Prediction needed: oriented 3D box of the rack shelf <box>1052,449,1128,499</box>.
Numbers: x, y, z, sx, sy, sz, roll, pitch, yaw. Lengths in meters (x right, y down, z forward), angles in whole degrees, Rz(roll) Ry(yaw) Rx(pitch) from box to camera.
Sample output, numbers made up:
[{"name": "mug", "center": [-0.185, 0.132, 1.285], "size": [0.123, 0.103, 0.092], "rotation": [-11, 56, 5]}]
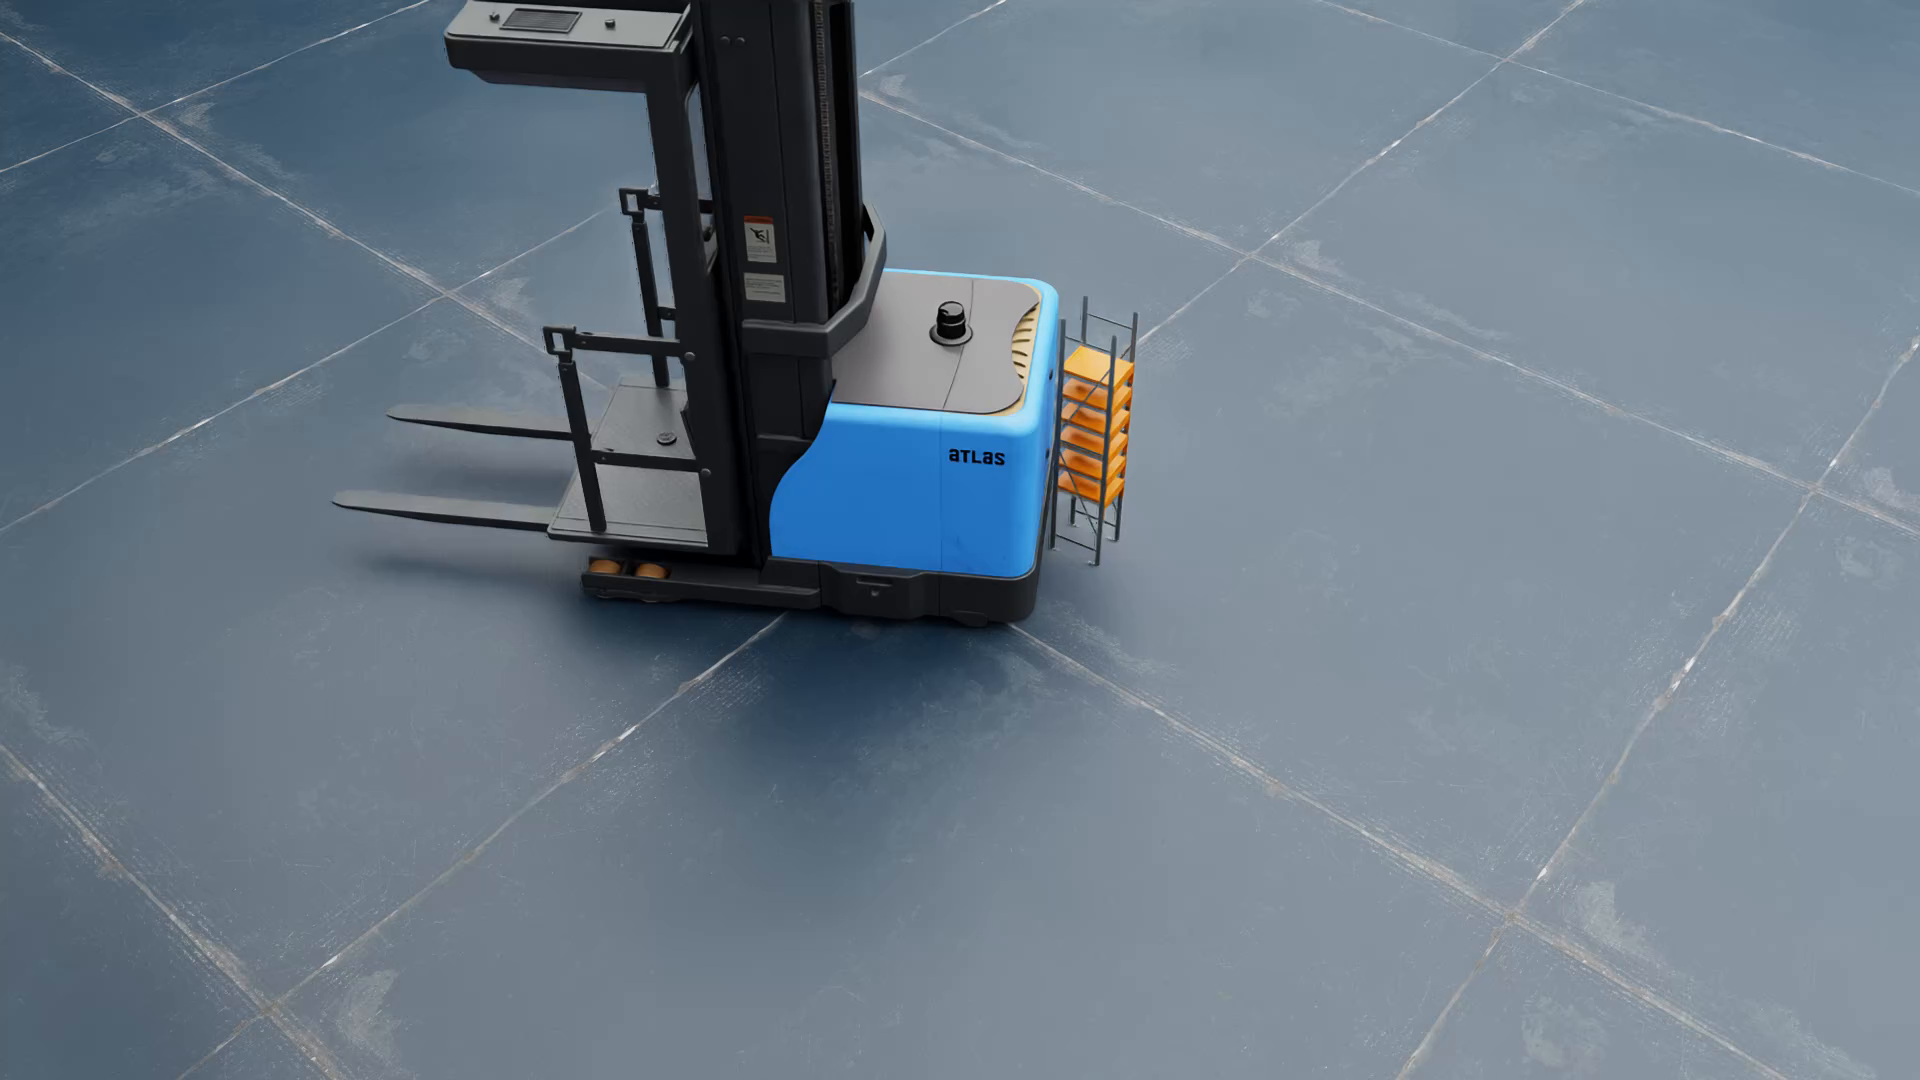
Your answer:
[{"name": "rack shelf", "center": [0.541, -0.302, 6.934], "size": [0.258, 0.103, 0.180], "rotation": [22, 47, 22]}]

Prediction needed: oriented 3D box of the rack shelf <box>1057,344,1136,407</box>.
[{"name": "rack shelf", "center": [0.541, -0.657, 6.611], "size": [0.258, 0.103, 0.180], "rotation": [22, 47, 22]}]

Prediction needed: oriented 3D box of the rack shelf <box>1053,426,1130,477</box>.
[{"name": "rack shelf", "center": [0.541, -0.390, 6.853], "size": [0.258, 0.103, 0.180], "rotation": [22, 47, 22]}]

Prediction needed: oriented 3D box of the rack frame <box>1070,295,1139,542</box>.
[{"name": "rack frame", "center": [0.588, -0.476, 6.882], "size": [0.240, 1.200, 0.006], "rotation": [22, 47, 22]}]

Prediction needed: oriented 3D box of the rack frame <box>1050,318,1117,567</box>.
[{"name": "rack frame", "center": [0.494, -0.370, 6.765], "size": [0.240, 1.200, 0.006], "rotation": [22, 47, 22]}]

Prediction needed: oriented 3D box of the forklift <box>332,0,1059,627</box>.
[{"name": "forklift", "center": [-1.140, -1.169, 6.357], "size": [3.031, 2.935, 1.130], "rotation": [5, 43, 6]}]

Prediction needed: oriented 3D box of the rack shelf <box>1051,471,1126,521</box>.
[{"name": "rack shelf", "center": [0.541, -0.213, 7.015], "size": [0.258, 0.103, 0.180], "rotation": [22, 47, 22]}]

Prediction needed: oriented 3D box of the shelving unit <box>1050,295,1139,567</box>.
[{"name": "shelving unit", "center": [0.541, -0.423, 6.824], "size": [0.258, 1.200, 0.189], "rotation": [22, 47, 22]}]

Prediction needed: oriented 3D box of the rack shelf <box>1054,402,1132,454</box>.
[{"name": "rack shelf", "center": [0.541, -0.479, 6.773], "size": [0.258, 0.103, 0.180], "rotation": [22, 47, 22]}]

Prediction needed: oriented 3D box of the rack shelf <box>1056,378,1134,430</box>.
[{"name": "rack shelf", "center": [0.541, -0.568, 6.692], "size": [0.258, 0.103, 0.180], "rotation": [22, 47, 22]}]
